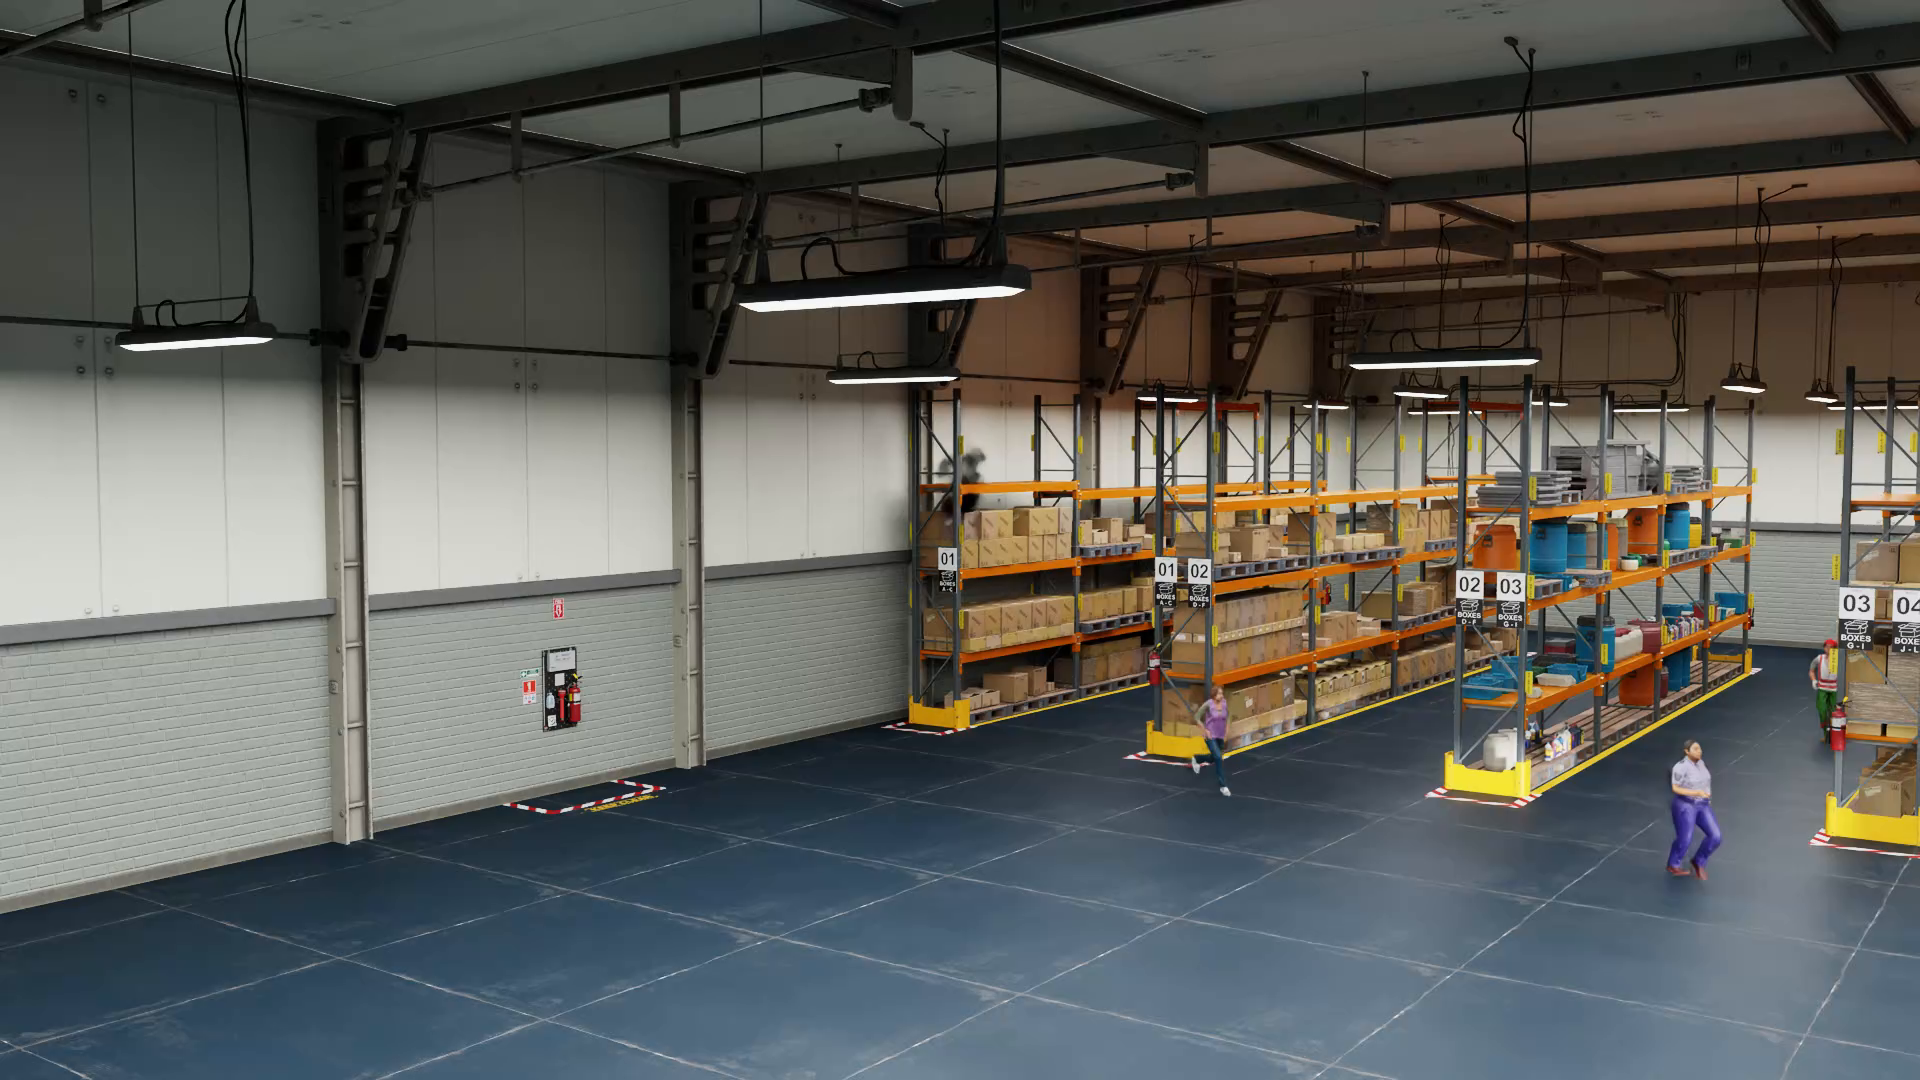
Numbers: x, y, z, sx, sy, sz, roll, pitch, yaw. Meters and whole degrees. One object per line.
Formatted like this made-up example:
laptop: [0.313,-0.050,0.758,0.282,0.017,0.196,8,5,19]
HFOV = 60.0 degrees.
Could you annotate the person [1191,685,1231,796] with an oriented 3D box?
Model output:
person: [3.625,2.865,24.097,0.538,1.586,0.894,-2,4,-29]

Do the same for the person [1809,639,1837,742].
person: [14.701,2.534,28.077,0.692,1.742,0.622,2,4,37]

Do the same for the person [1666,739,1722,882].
person: [8.413,3.108,19.069,0.580,1.662,0.685,-1,3,-19]
